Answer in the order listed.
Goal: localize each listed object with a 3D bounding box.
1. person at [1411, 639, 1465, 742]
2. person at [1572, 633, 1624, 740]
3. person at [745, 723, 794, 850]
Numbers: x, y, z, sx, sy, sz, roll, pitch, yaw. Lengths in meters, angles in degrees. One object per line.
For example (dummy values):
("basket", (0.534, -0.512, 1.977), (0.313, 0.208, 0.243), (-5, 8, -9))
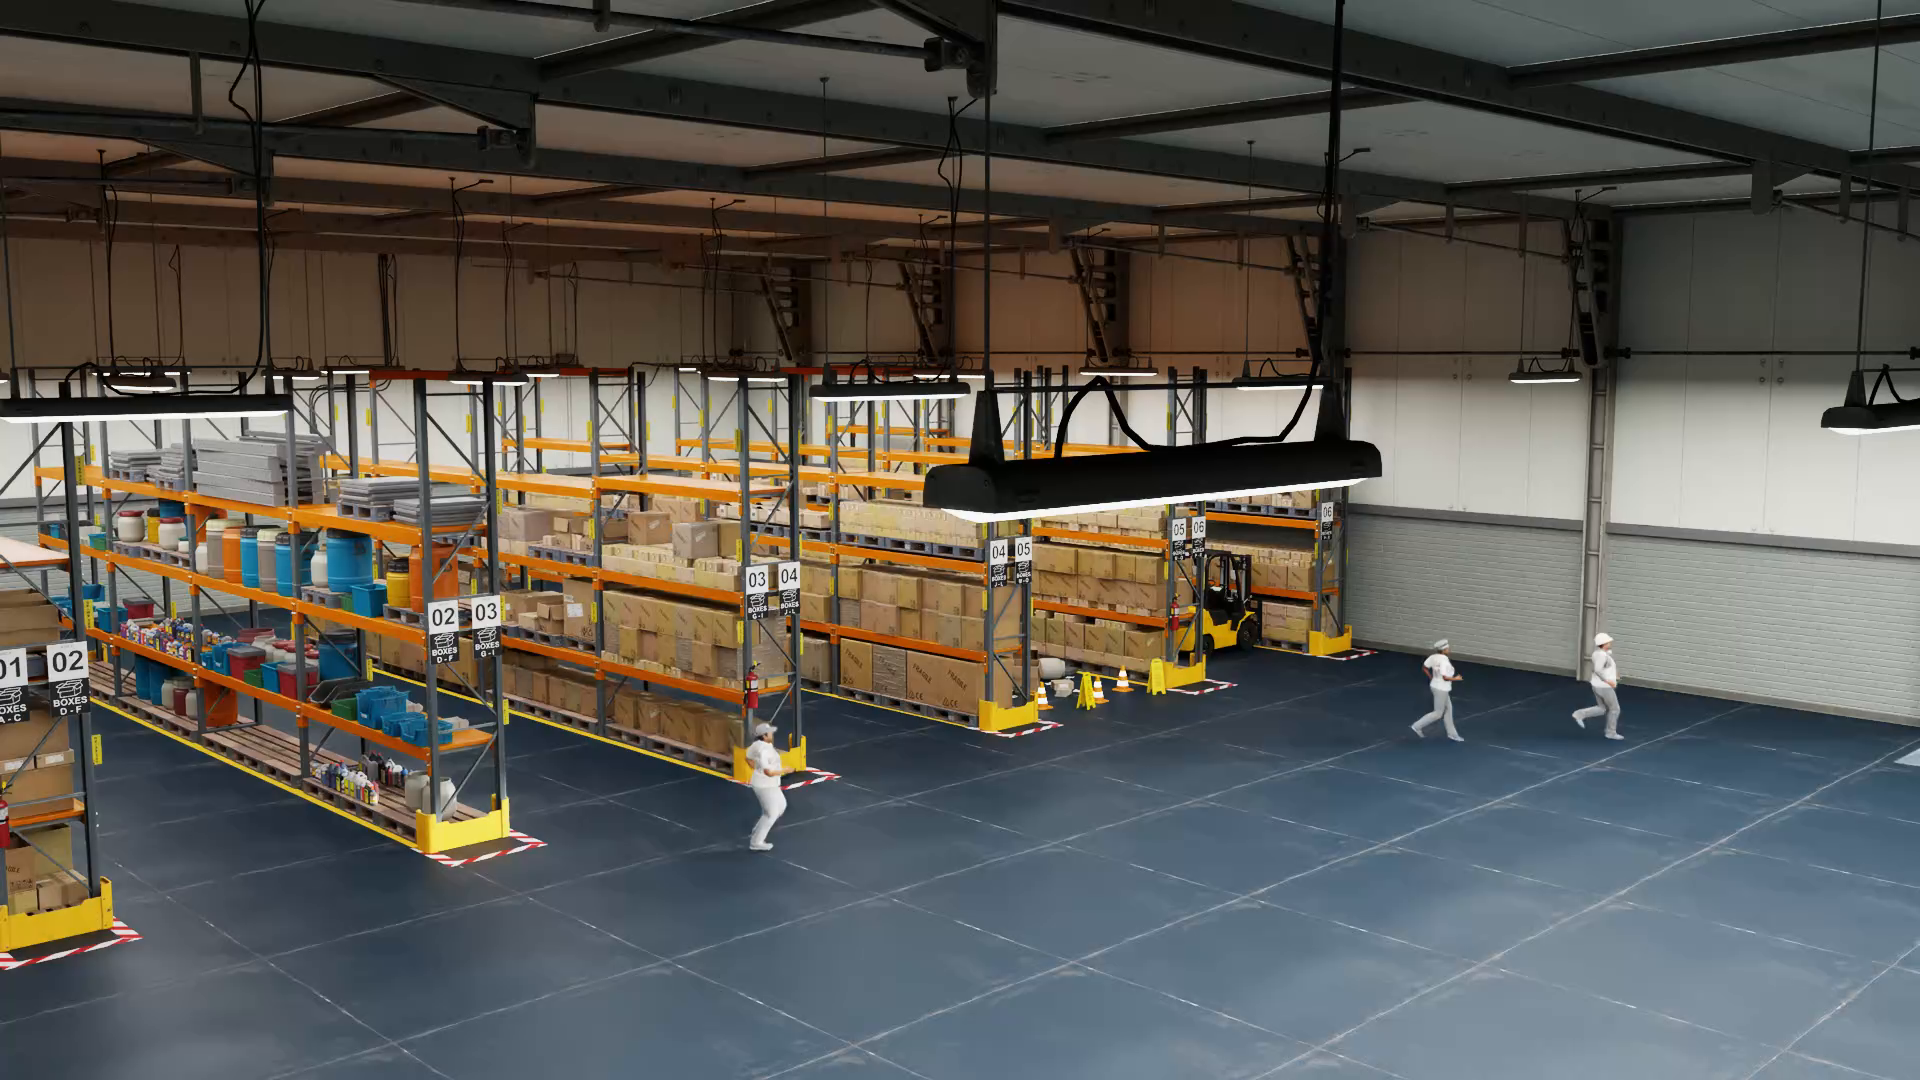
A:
("person", (7.765, 2.451, 26.950), (0.924, 1.708, 0.579), (0, 6, -2))
("person", (10.505, 2.401, 27.277), (0.819, 1.763, 0.662), (1, 6, 7))
("person", (-2.411, 3.130, 21.182), (0.569, 1.638, 0.591), (-2, 7, -18))
